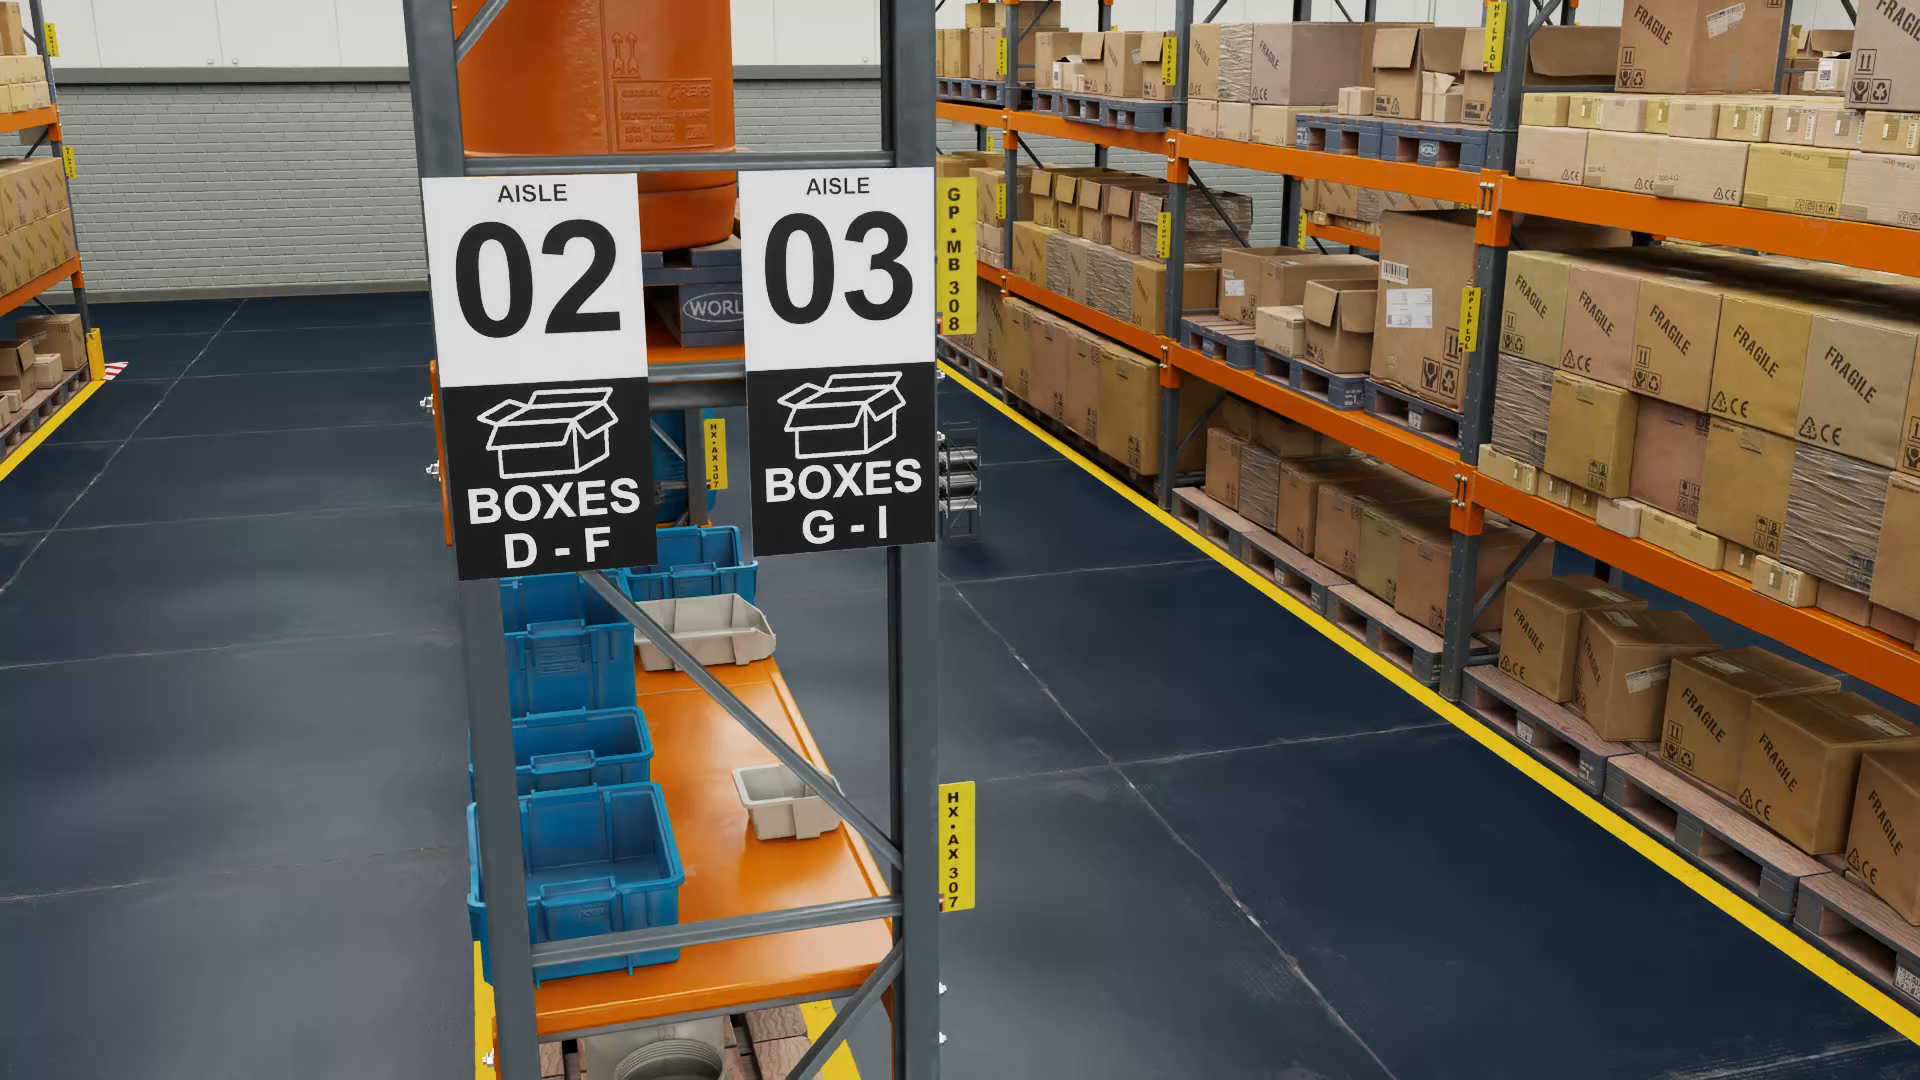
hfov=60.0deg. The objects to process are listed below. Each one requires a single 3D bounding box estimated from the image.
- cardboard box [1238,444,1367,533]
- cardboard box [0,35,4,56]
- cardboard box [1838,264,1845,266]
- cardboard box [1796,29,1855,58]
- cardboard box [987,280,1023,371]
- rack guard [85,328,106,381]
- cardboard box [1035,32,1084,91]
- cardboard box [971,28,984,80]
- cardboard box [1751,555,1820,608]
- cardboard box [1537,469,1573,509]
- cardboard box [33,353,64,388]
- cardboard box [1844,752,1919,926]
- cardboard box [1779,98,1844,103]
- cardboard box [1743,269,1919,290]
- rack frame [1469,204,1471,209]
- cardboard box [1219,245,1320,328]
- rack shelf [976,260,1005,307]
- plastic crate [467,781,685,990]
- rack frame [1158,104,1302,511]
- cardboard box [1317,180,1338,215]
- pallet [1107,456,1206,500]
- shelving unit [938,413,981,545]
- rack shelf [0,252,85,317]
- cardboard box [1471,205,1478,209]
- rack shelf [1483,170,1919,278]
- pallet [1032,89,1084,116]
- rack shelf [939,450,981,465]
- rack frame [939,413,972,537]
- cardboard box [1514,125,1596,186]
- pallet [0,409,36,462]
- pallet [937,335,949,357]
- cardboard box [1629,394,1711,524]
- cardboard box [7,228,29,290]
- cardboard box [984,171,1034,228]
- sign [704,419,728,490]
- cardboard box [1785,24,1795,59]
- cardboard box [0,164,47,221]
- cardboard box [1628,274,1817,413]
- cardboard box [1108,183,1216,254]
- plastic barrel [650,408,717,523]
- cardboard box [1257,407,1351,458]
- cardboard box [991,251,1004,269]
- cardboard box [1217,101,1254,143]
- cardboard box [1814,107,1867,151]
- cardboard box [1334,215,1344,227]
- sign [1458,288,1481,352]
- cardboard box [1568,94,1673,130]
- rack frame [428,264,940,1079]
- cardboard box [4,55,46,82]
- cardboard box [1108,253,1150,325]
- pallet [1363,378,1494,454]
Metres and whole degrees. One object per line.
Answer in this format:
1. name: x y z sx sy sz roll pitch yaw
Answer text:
1. cardboard box: 2.388 -0.391 11.619 0.700 0.500 0.500 -6 18 -20
2. cardboard box: -9.252 -4.692 15.231 0.700 0.500 0.500 -5 17 -15
3. cardboard box: 7.070 -2.339 12.614 0.700 0.500 0.500 -5 17 -16
4. cardboard box: 10.047 -5.709 19.445 0.797 0.503 0.637 -3 17 -11
5. cardboard box: 0.816 -2.192 16.999 0.875 0.875 0.875 -5 17 -15
6. rack guard: -9.684 -1.926 17.494 1.175 0.500 0.348 -5 17 -15
7. cardboard box: 1.089 -4.346 15.087 0.700 0.500 0.500 -4 17 -14
8. cardboard box: 0.504 -4.914 16.805 0.700 0.500 0.500 -4 17 -12
9. cardboard box: 3.428 0.151 6.673 0.380 0.149 0.250 -5 17 -15
10. cardboard box: 3.040 -0.266 8.060 0.380 0.149 0.250 -5 17 -15
11. cardboard box: -9.086 -1.642 16.218 0.500 0.250 0.500 -5 17 -15
12. cardboard box: 3.865 1.159 6.495 0.500 0.500 0.500 0 17 -1
13. cardboard box: 3.724 -1.800 7.085 0.380 0.149 0.250 -4 17 -13
14. cardboard box: 3.782 -0.897 7.294 0.500 0.500 0.500 -5 17 -15
15. rack frame: 5.717 -3.184 17.337 1.000 3.000 0.127 -5 17 -15
16. cardboard box: 2.206 -1.816 11.880 0.500 0.500 0.500 -7 18 -22
17. rack shelf: 0.371 -3.028 18.070 1.077 0.370 4.000 -5 17 -15
18. plastic crate: -0.969 0.848 4.175 0.499 0.251 0.616 -5 17 -15
19. rack frame: 2.020 -1.713 12.441 1.000 3.000 0.127 -5 17 -15
20. cardboard box: 4.647 -4.189 19.991 0.500 0.500 0.500 -5 17 -15
21. pallet: 1.875 -0.602 13.588 1.003 0.211 1.213 -5 17 -15
22. shelving unit: -0.002 -0.433 11.830 0.258 0.900 0.210 -5 17 -15
23. rack shelf: -9.155 -2.246 15.466 1.077 0.370 4.000 -5 17 -15
24. cardboard box: 5.383 -3.404 16.744 0.380 0.149 0.250 -4 17 -12
25. rack shelf: 3.668 -1.146 6.588 1.077 0.370 4.000 -5 17 -15
26. pallet: 1.220 -3.915 14.890 0.805 0.209 1.217 -5 18 -17
27. rack shelf: -0.002 -0.574 11.788 0.258 0.077 0.200 -5 17 -15
28. rack frame: -0.030 -0.461 11.924 0.240 0.900 0.006 -5 17 -15
29. cardboard box: 2.996 -1.827 7.866 0.500 0.250 0.500 -5 18 -17
30. pallet: -8.793 -0.892 14.555 1.003 0.211 1.213 -5 17 -15
31. pallet: 0.116 -2.376 19.494 1.003 0.211 1.213 -5 17 -15
32. cardboard box: 3.521 -0.396 7.367 0.875 0.500 0.500 -5 17 -15
33. cardboard box: -8.763 -2.528 14.980 0.500 0.500 0.500 -5 17 -16
34. cardboard box: 0.537 -3.355 16.349 0.500 0.500 0.500 -4 17 -14
35. sign: -1.111 -0.388 7.549 0.100 0.325 0.005 -5 17 -15
36. cardboard box: 6.455 -4.020 13.402 0.396 0.266 0.258 -5 17 -15
37. cardboard box: -9.032 -3.287 15.767 0.500 0.500 0.500 -4 17 -14
38. cardboard box: 3.274 -0.855 7.155 0.500 0.500 0.500 -5 17 -15
39. cardboard box: 1.658 -2.626 13.561 0.797 0.503 0.637 -4 17 -14
40. plastic barrel: -1.458 -0.586 7.818 0.600 0.901 0.708 -5 17 -15
41. cardboard box: 2.388 -0.757 11.535 0.500 0.250 0.500 -3 17 -9
42. cardboard box: 0.522 -2.758 16.356 0.380 0.149 0.250 -5 17 -15
43. cardboard box: 2.045 -2.786 11.059 0.500 0.250 0.500 -4 17 -14
44. cardboard box: 3.461 -1.548 6.245 0.380 0.149 0.250 -6 18 -18
45. cardboard box: 4.727 -3.848 19.984 0.380 0.149 0.250 -4 17 -13
46. sign: 2.586 -1.116 8.442 0.100 0.325 0.005 -5 17 -15
47. cardboard box: 3.050 -1.980 7.683 0.380 0.149 0.250 -6 18 -18
48. rack frame: -0.544 0.891 3.771 1.000 3.000 0.127 -5 17 -15
49. cardboard box: -9.319 -4.626 16.316 0.500 0.250 0.500 -5 17 -15
50. cardboard box: 1.514 -2.016 13.277 0.500 0.500 0.500 -5 17 -16
51. pallet: 3.049 -0.738 9.528 1.003 0.211 1.213 -5 17 -15
